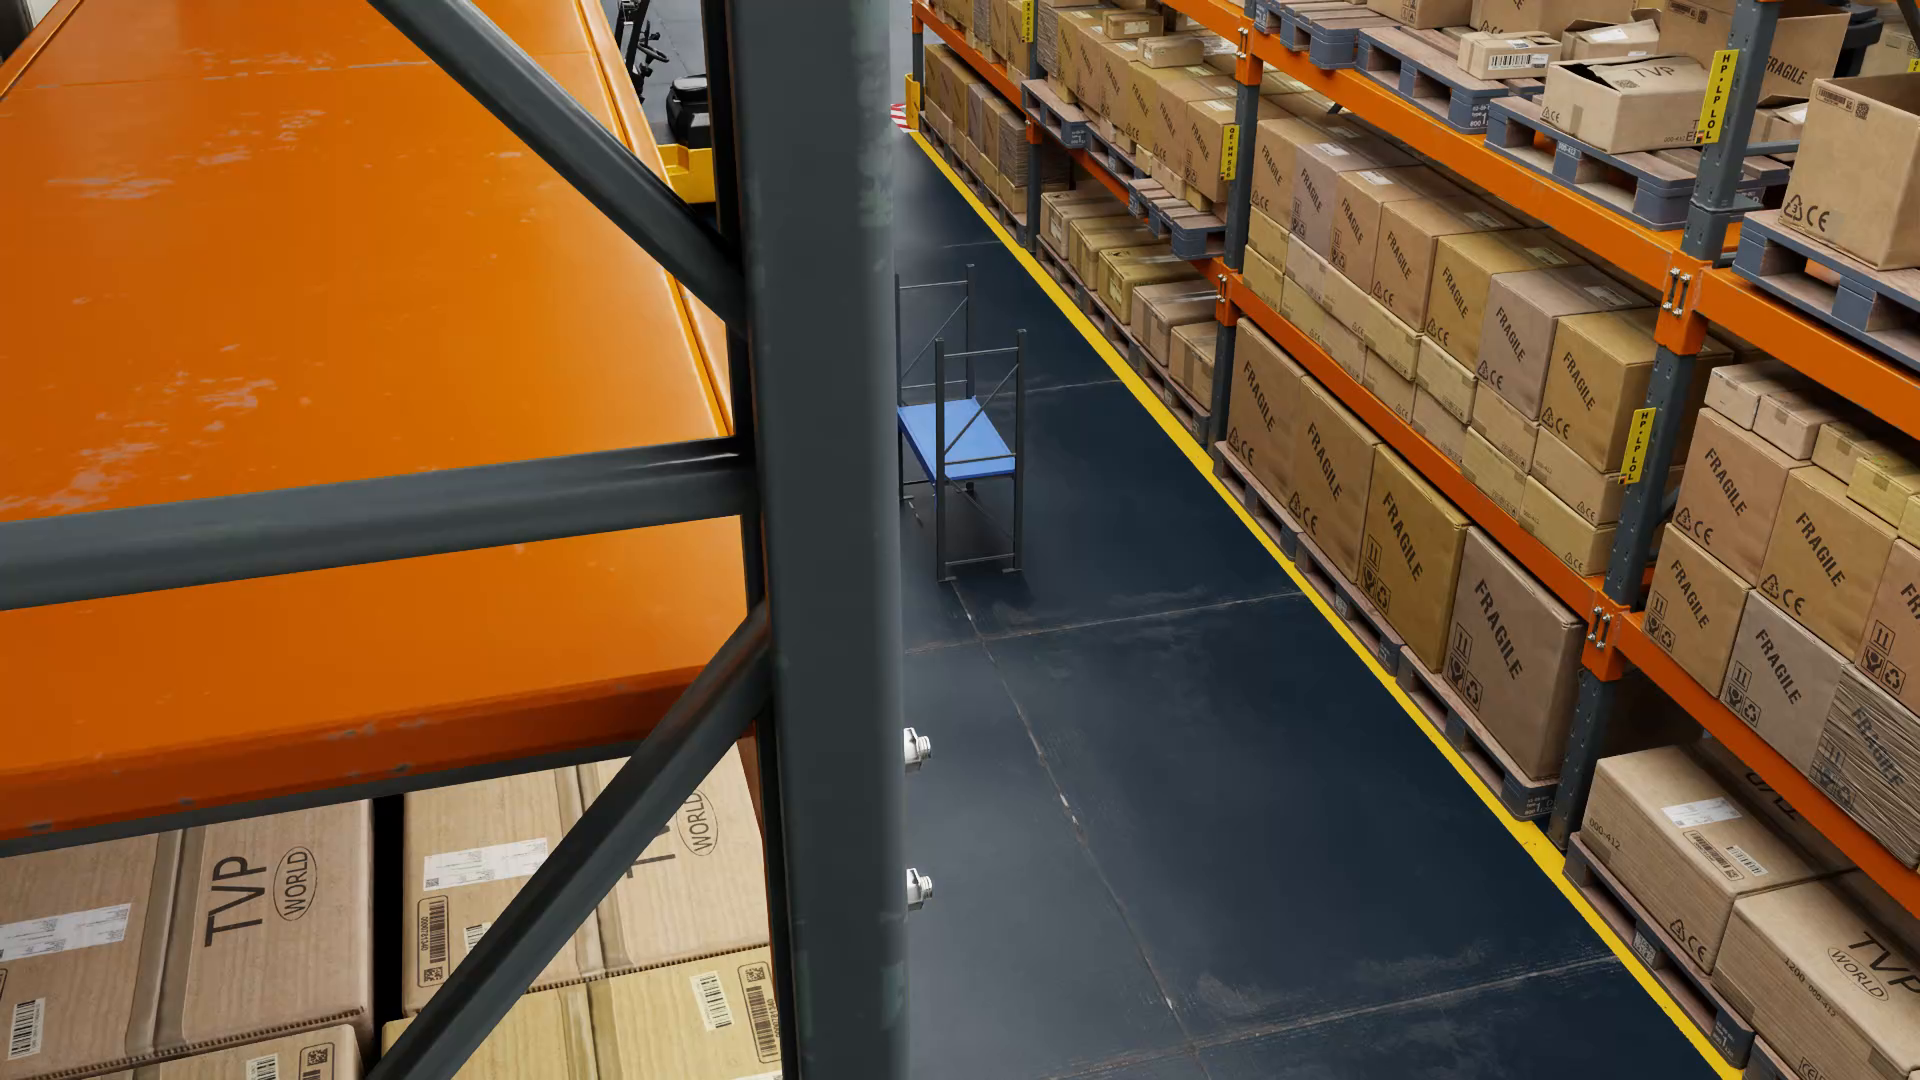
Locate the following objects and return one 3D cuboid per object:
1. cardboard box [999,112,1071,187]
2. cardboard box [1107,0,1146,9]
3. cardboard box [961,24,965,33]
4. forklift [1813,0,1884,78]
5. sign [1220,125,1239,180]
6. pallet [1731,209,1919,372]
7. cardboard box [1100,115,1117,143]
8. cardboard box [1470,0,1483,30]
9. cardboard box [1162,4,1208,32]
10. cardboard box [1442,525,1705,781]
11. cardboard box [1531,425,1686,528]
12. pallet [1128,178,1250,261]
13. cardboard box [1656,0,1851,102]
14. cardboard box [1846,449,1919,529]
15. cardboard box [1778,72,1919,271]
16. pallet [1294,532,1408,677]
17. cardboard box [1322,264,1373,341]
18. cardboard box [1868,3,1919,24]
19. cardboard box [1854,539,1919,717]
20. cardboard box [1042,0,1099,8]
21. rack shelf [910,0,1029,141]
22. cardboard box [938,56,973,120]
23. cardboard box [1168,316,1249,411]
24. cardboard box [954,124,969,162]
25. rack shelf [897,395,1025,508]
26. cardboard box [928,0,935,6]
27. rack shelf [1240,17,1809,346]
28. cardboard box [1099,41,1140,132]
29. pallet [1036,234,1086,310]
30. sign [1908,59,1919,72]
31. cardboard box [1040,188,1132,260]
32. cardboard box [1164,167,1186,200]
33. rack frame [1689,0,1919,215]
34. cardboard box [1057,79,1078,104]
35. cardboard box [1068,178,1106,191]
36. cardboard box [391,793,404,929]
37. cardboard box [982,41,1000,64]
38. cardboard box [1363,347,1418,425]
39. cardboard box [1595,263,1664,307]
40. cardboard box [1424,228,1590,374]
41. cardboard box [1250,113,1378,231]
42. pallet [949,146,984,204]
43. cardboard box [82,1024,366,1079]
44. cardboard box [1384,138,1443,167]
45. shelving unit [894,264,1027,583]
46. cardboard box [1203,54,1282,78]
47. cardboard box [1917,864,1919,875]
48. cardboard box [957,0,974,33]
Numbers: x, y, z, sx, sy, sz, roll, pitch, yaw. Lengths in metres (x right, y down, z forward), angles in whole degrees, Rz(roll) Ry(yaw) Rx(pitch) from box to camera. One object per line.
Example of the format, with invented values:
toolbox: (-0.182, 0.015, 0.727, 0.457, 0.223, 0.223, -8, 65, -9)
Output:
cardboard box: (0.649, -3.408, 14.452, 0.500, 0.500, 0.500, -8, 31, -14)
cardboard box: (1.409, -4.003, 13.086, 0.500, 0.500, 0.500, -8, 31, -14)
cardboard box: (0.219, -4.845, 15.609, 0.380, 0.149, 0.250, -7, 31, -12)
forklift: (4.717, -2.151, 10.771, 1.130, 2.935, 3.031, -7, 31, -11)
sign: (1.606, -2.300, 9.883, 0.100, 0.325, 0.005, -8, 31, -13)
pallet: (3.395, -0.841, 5.534, 1.003, 0.211, 1.213, -8, 31, -13)
cardboard box: (1.226, -2.972, 11.954, 0.380, 0.149, 0.250, -7, 31, -11)
cardboard box: (2.829, -2.713, 8.394, 0.396, 0.266, 0.258, -9, 31, -15)
cardboard box: (1.696, -3.823, 12.128, 0.380, 0.149, 0.250, -9, 31, -15)
cardboard box: (2.947, 0.471, 7.874, 0.875, 0.875, 0.875, -7, 31, -12)
cardboard box: (2.837, -0.310, 7.173, 0.500, 0.250, 0.500, -8, 31, -13)
pallet: (1.835, -2.157, 10.904, 1.213, 0.211, 1.003, -8, 31, -13)
cardboard box: (3.234, -1.965, 6.869, 0.500, 0.500, 0.500, -8, 31, -14)
cardboard box: (3.221, -0.180, 5.552, 0.380, 0.149, 0.250, -8, 31, -14)
cardboard box: (3.142, -1.232, 5.503, 0.500, 0.500, 0.500, -7, 31, -12)
pallet: (2.583, 0.276, 9.293, 1.003, 0.211, 1.213, -8, 31, -13)
cardboard box: (2.279, -1.291, 8.869, 0.500, 0.250, 0.500, -8, 31, -13)
cardboard box: (6.627, -3.555, 12.031, 0.700, 0.500, 0.500, -8, 31, -14)
cardboard box: (3.334, 0.302, 5.367, 0.500, 0.500, 0.500, -7, 31, -12)
cardboard box: (0.849, -4.202, 12.783, 0.380, 0.149, 0.250, -8, 31, -13)
rack shelf: (0.534, -4.496, 15.473, 1.077, 0.370, 4.000, -8, 31, -13)
cardboard box: (0.100, -4.400, 16.166, 0.500, 0.500, 0.500, -9, 31, -15)
cardboard box: (1.986, -1.228, 11.313, 0.950, 0.372, 0.625, -10, 32, -17)
cardboard box: (0.236, -3.829, 15.928, 0.500, 0.250, 0.500, -6, 31, -10)
rack shelf: (-0.023, -0.535, 9.767, 0.538, 0.185, 1.000, -8, 31, -13)
cardboard box: (-0.106, -5.473, 16.693, 0.380, 0.149, 0.250, -8, 31, -13)
rack shelf: (2.657, -1.931, 8.046, 1.077, 0.370, 4.000, -8, 31, -13)
cardboard box: (1.311, -3.202, 11.702, 0.500, 0.500, 0.500, -9, 31, -15)
pallet: (1.273, -2.259, 13.673, 1.003, 0.211, 1.213, -8, 31, -13)
sign: (6.338, -3.042, 11.087, 0.100, 0.325, 0.005, -8, 31, -13)
cardboard box: (1.206, -2.633, 13.740, 0.950, 0.372, 0.625, -7, 31, -13)
cardboard box: (1.562, -2.345, 10.870, 0.380, 0.149, 0.250, -8, 31, -14)
rack frame: (3.188, -2.574, 5.445, 1.000, 3.000, 0.127, -8, 31, -13)
cardboard box: (0.965, -3.484, 12.837, 0.380, 0.149, 0.250, -7, 31, -12)
cardboard box: (1.169, -3.154, 14.762, 0.500, 0.250, 0.500, -9, 31, -16)
cardboard box: (-1.191, 0.586, 2.833, 0.500, 0.250, 0.500, -9, 31, -14)
cardboard box: (0.413, -4.338, 14.732, 0.380, 0.149, 0.250, -8, 31, -14)
cardboard box: (2.435, -0.837, 8.583, 0.500, 0.250, 0.500, -8, 31, -13)
cardboard box: (3.187, -0.947, 7.524, 0.500, 0.500, 0.500, -8, 31, -14)
cardboard box: (2.567, -1.133, 7.846, 0.500, 0.500, 0.500, -7, 31, -12)
cardboard box: (2.022, -2.115, 9.543, 0.500, 0.500, 0.500, -9, 31, -15)
pallet: (0.525, -3.545, 15.895, 1.003, 0.211, 1.213, -8, 31, -13)
cardboard box: (-0.922, 0.860, 1.860, 0.500, 0.250, 0.500, -9, 31, -15)
cardboard box: (2.660, -1.924, 9.213, 0.500, 0.500, 0.500, -7, 31, -12)
shelving unit: (-0.023, -0.690, 9.677, 0.538, 1.500, 1.048, -8, 31, -13)
cardboard box: (1.938, -3.018, 11.385, 0.500, 0.500, 0.500, -7, 31, -12)
cardboard box: (3.452, 0.974, 5.204, 0.500, 0.500, 0.500, -7, 31, -12)
cardboard box: (0.281, -4.940, 15.124, 0.500, 0.500, 0.500, -8, 31, -14)
